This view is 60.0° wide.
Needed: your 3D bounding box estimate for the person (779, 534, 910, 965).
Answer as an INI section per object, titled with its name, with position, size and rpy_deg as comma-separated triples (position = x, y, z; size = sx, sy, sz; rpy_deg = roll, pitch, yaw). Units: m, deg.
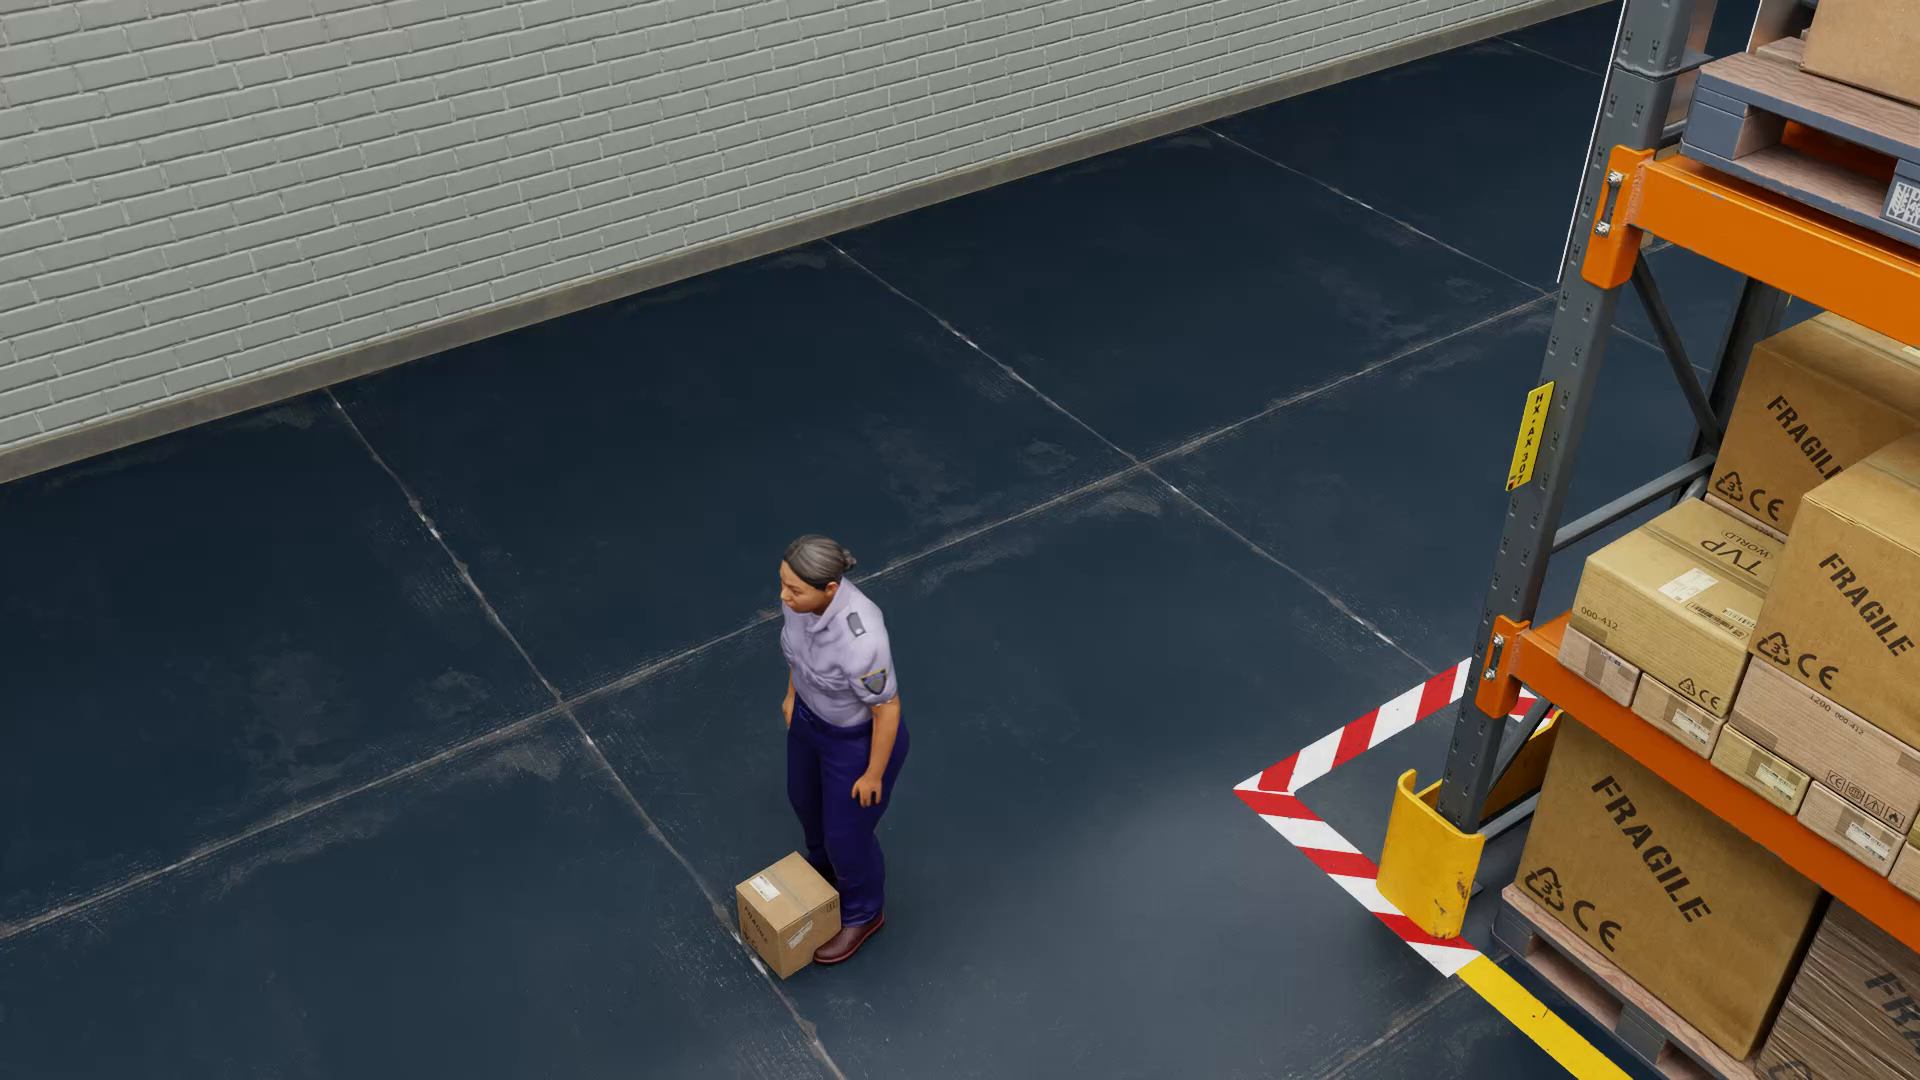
[person]
position = -0.419, 0.634, 5.300
size = 0.379, 1.651, 0.545
rpy_deg = -23, 42, -28
